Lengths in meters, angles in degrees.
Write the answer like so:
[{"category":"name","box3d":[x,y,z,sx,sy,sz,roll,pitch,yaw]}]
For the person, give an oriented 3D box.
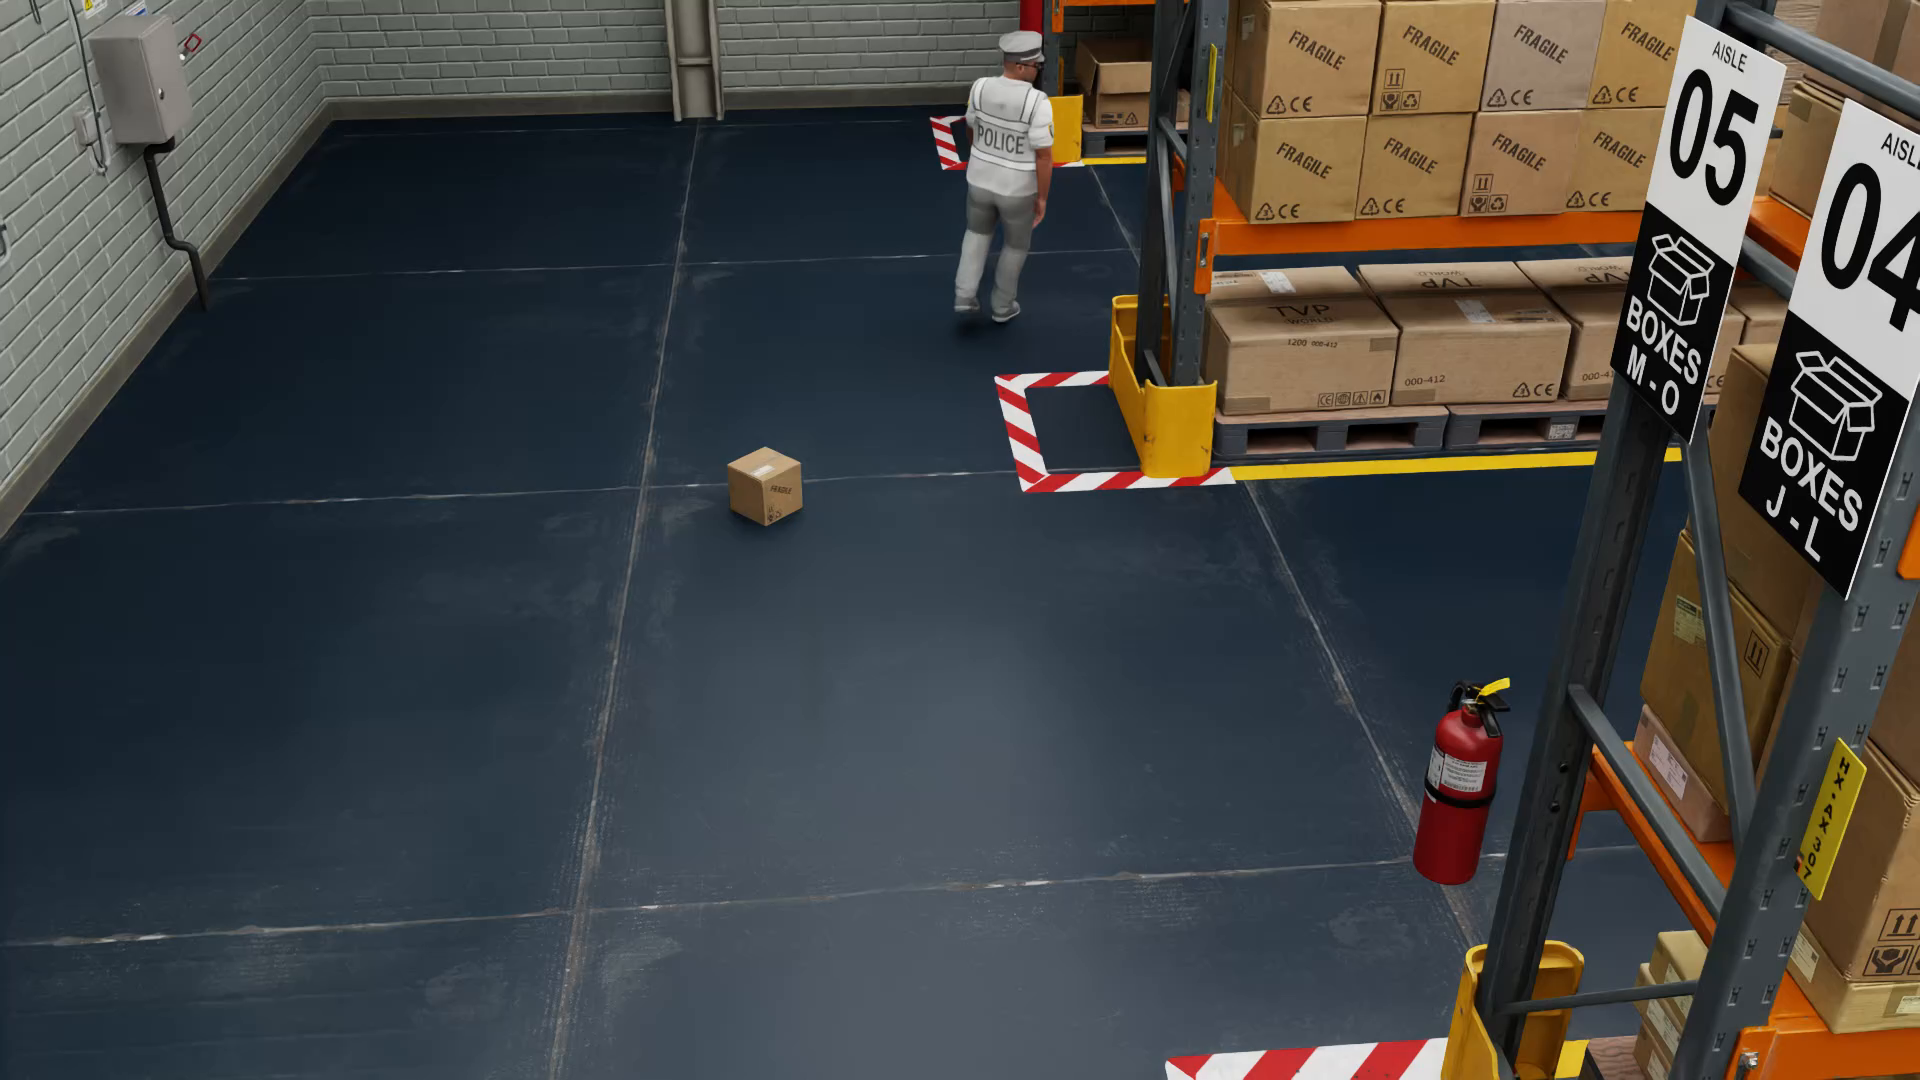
[{"category":"person","box3d":[0.287,-2.034,9.528,0.595,1.751,0.592,13,33,20]}]
